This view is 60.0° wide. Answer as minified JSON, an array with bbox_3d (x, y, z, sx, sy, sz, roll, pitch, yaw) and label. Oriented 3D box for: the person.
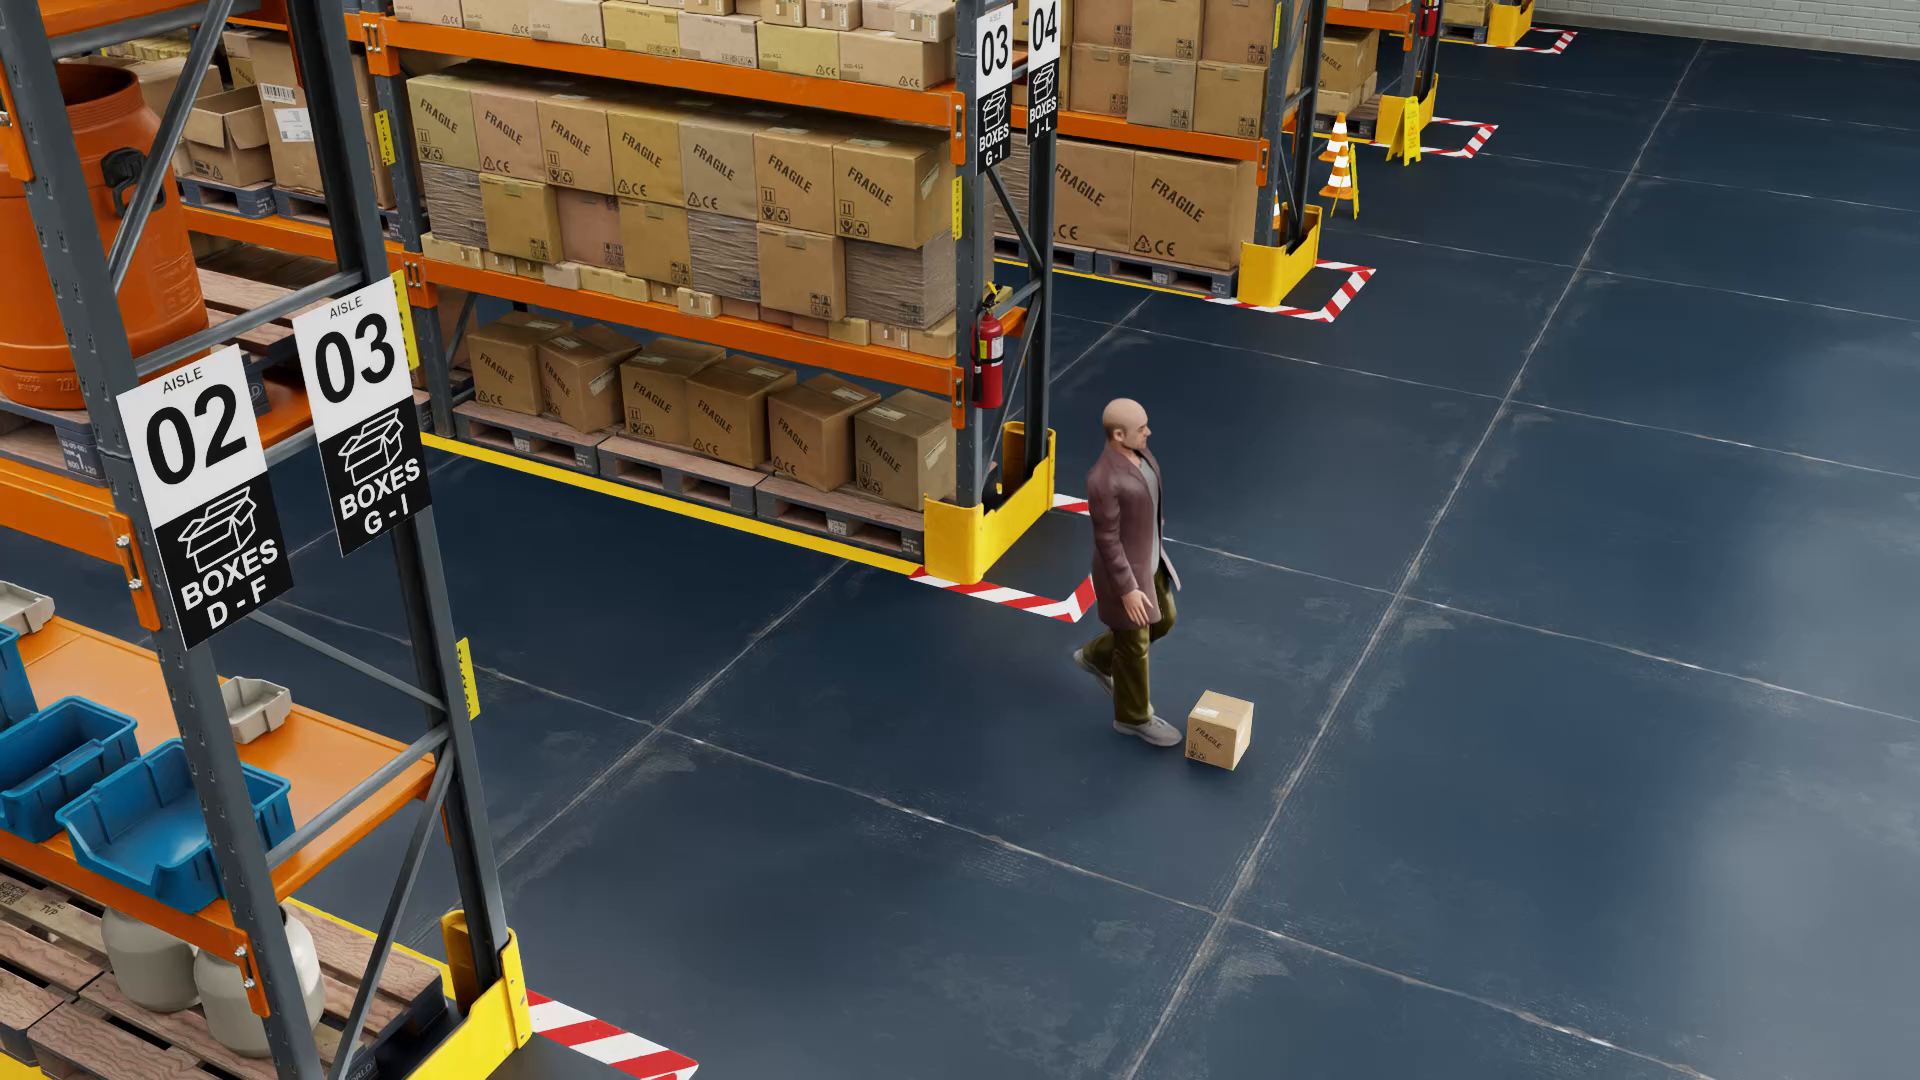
[{"bbox_3d":[0.838,0.142,8.022,0.680,1.770,0.608,14,32,22],"label":"person"}]
